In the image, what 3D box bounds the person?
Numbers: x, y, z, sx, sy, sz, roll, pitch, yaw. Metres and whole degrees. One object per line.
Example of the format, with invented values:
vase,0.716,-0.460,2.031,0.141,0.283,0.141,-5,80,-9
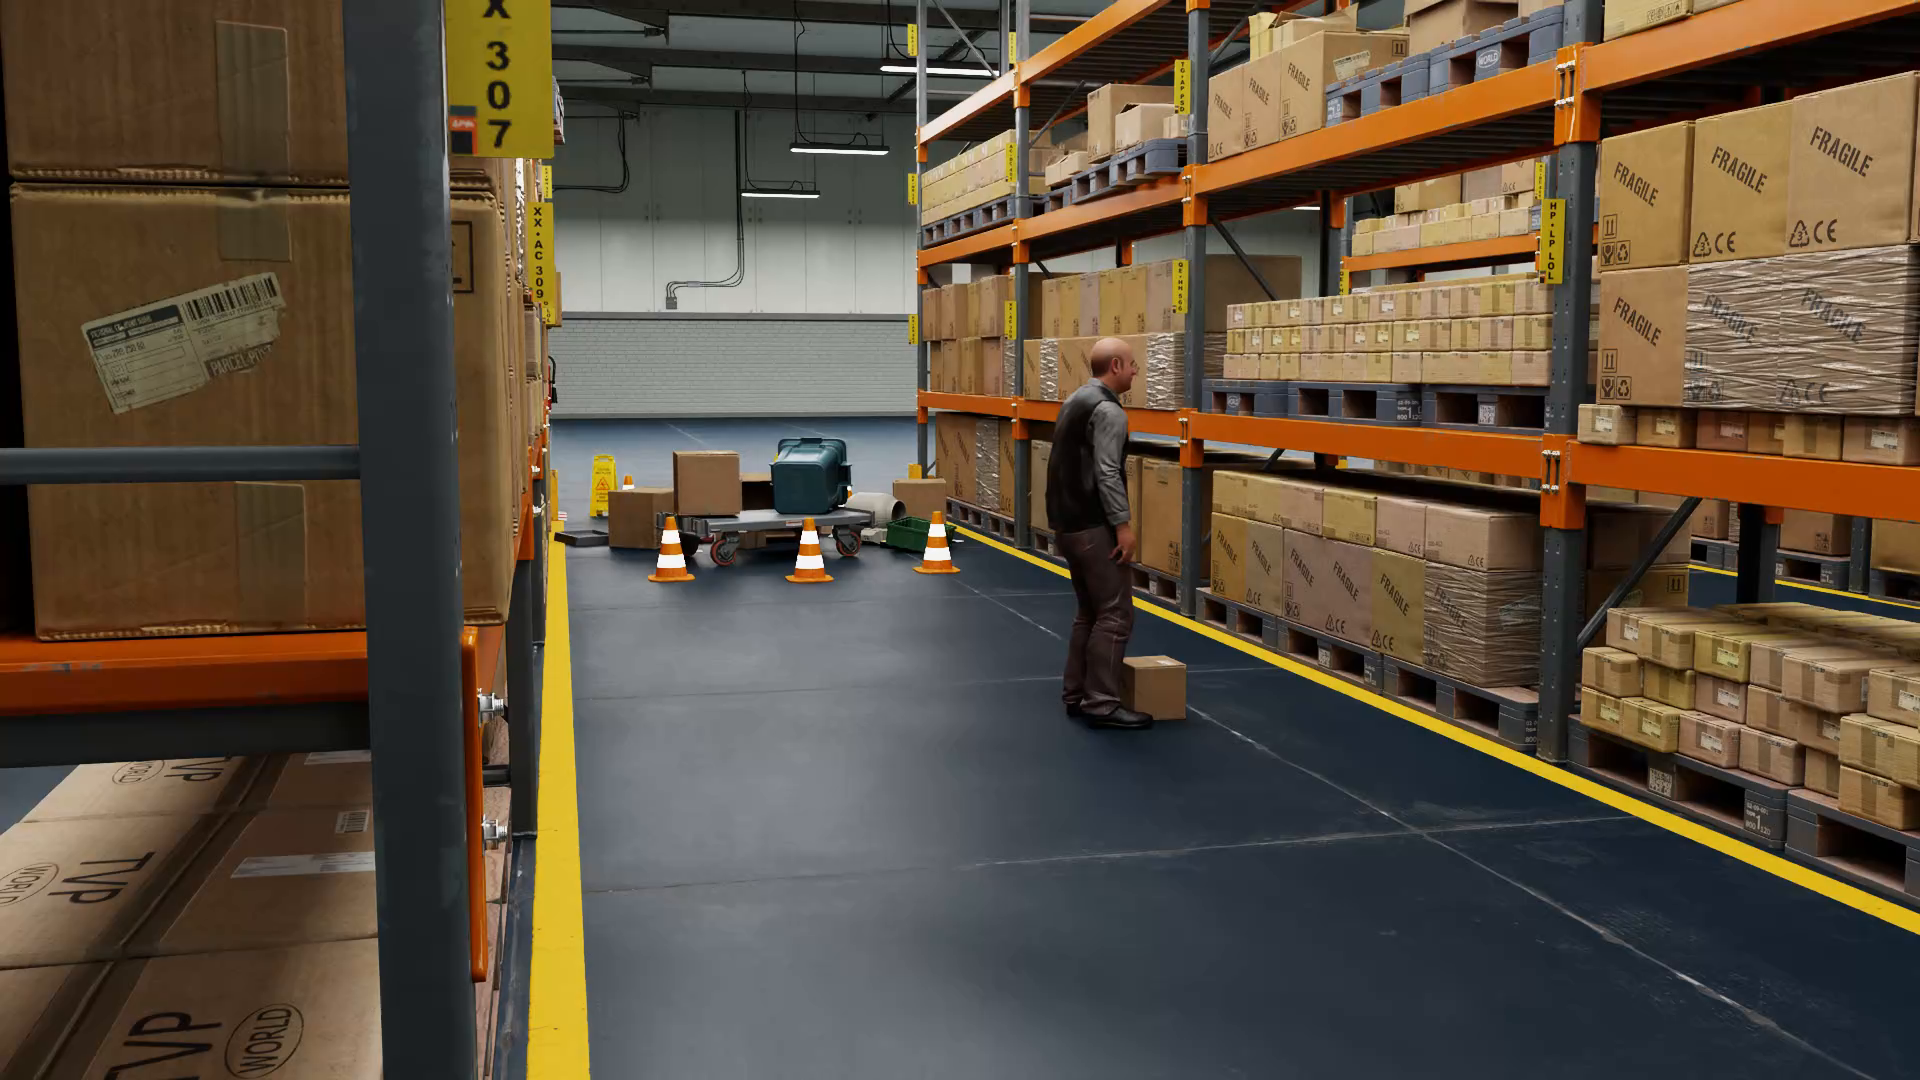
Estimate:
person,0.604,-0.044,7.462,0.419,1.721,0.581,-1,6,-13
